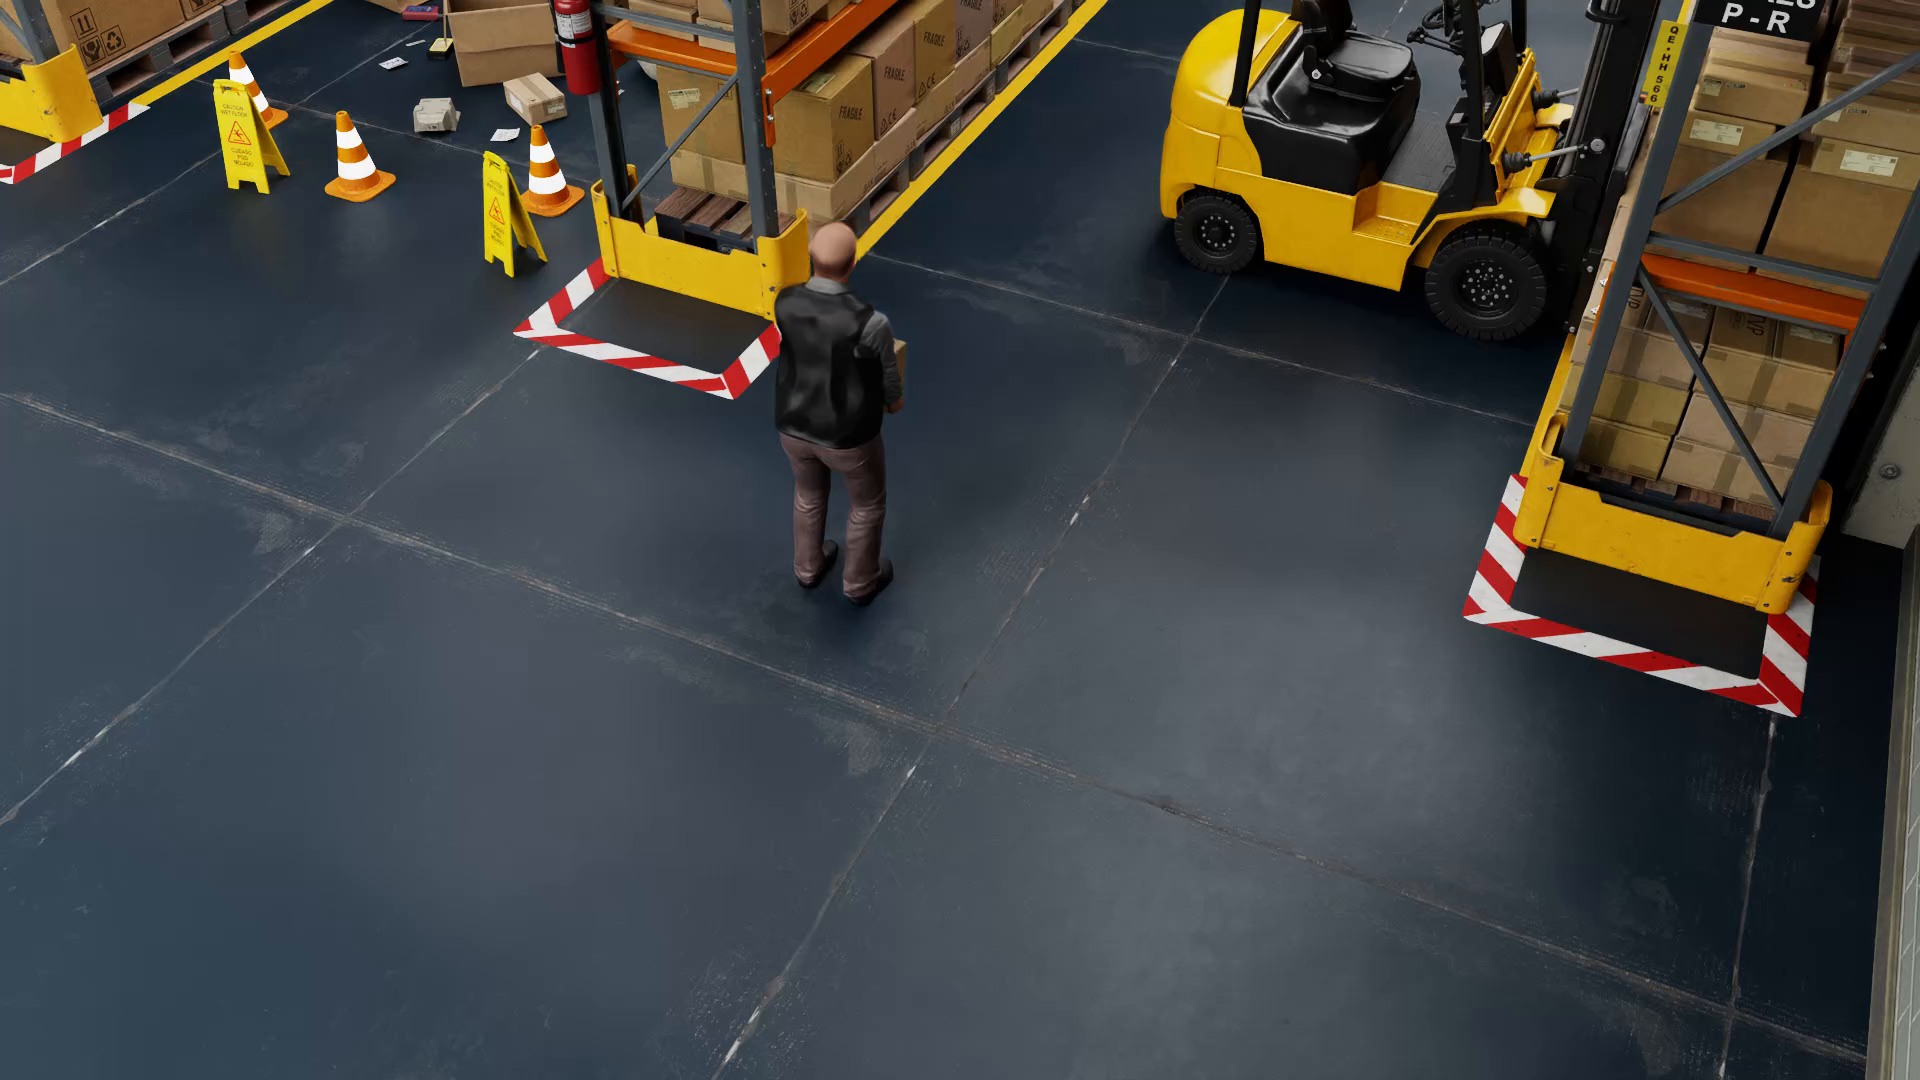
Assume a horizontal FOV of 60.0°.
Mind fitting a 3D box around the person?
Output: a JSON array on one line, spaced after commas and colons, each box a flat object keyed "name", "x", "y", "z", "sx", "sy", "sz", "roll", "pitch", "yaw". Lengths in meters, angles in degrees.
[{"name": "person", "x": -0.491, "y": -0.512, "z": 6.771, "sx": 0.486, "sy": 1.703, "sz": 0.582, "roll": 17, "pitch": 44, "yaw": 18}]
